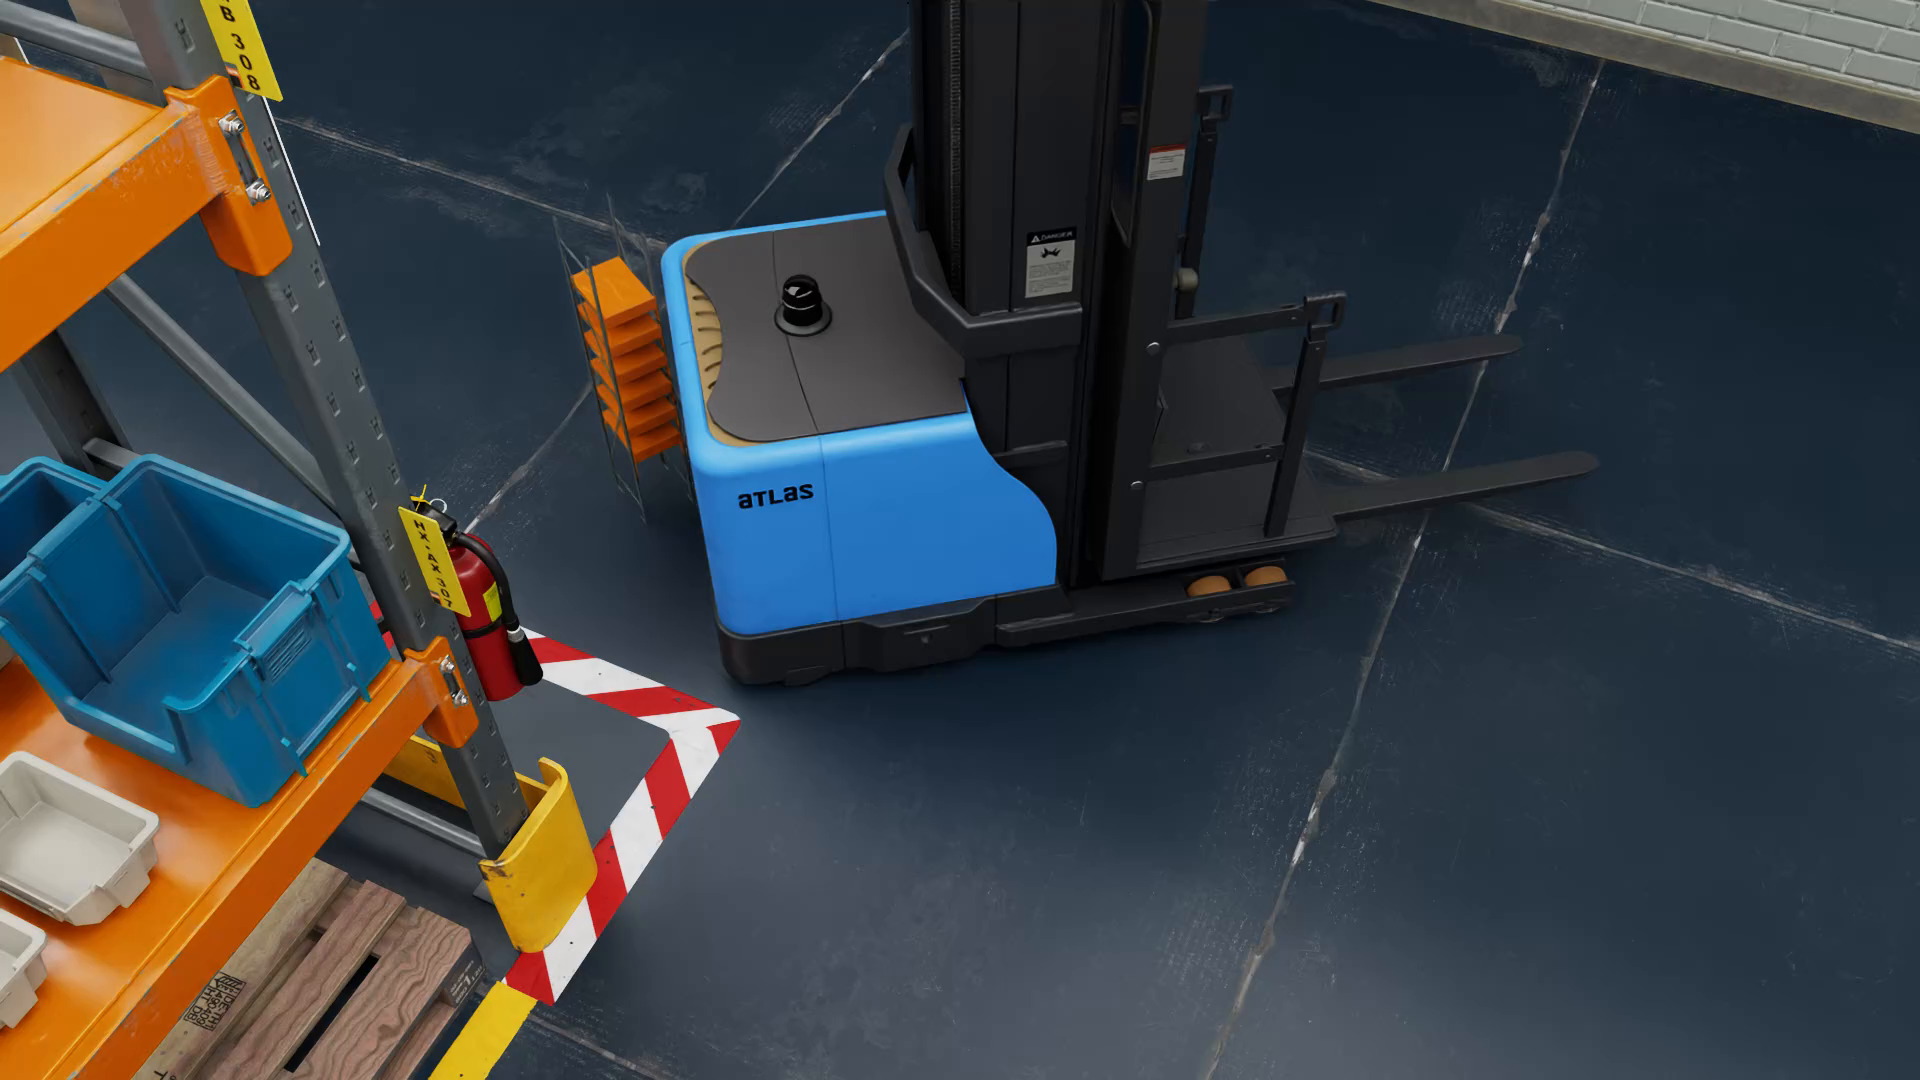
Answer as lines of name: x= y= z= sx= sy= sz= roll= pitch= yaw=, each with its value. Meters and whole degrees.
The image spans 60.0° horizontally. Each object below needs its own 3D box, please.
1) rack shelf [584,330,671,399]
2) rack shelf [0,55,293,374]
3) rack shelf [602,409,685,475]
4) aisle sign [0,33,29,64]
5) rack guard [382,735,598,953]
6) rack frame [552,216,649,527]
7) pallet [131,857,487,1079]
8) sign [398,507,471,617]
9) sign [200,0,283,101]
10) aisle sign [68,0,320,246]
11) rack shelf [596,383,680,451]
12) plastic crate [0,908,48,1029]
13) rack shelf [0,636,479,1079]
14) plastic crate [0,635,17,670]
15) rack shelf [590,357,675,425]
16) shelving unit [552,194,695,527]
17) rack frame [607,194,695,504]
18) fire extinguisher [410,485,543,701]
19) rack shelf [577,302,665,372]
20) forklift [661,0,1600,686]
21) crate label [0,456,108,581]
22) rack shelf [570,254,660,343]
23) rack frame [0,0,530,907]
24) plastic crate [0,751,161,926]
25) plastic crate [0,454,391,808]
rack shelf: x=-1.080 y=-0.600 z=5.373 sx=0.180 sy=0.103 sz=0.258 roll=-28 pitch=55 yaw=-22
rack shelf: x=-2.503 y=0.575 z=1.794 sx=1.077 sy=0.370 sz=4.000 roll=20 pitch=52 yaw=16
rack shelf: x=-1.080 y=-0.367 z=5.648 sx=0.180 sy=0.103 sz=0.258 roll=-28 pitch=55 yaw=-22
aisle sign: x=-1.887 y=-1.052 z=2.969 sx=0.394 sy=0.787 sz=0.004 roll=20 pitch=52 yaw=16
rack guard: x=-1.650 y=0.726 z=4.804 sx=1.175 sy=0.500 sz=0.348 roll=20 pitch=52 yaw=16
rack frame: x=-1.155 y=-0.511 z=5.397 sx=0.006 sy=1.200 sz=0.240 roll=-28 pitch=55 yaw=-22
pallet: x=-2.036 y=1.395 z=4.424 sx=1.003 sy=0.211 sz=1.213 roll=20 pitch=52 yaw=16
sign: x=-1.145 y=0.051 z=3.630 sx=0.100 sy=0.325 sz=0.005 roll=20 pitch=52 yaw=16
sign: x=-1.145 y=-0.834 z=2.589 sx=0.100 sy=0.325 sz=0.005 roll=20 pitch=52 yaw=16
aisle sign: x=-1.353 y=-0.860 z=2.805 sx=0.394 sy=0.787 sz=0.004 roll=20 pitch=52 yaw=16
rack shelf: x=-1.080 y=-0.445 z=5.556 sx=0.180 sy=0.103 sz=0.258 roll=-28 pitch=55 yaw=-22
plastic crate: x=-1.971 y=0.818 z=3.218 sx=0.396 sy=0.136 sz=0.243 roll=20 pitch=52 yaw=16
rack shelf: x=-2.503 y=1.547 z=2.937 sx=1.077 sy=0.370 sz=4.000 roll=20 pitch=52 yaw=16
plastic crate: x=-2.264 y=0.259 z=3.694 sx=0.250 sy=0.136 sz=0.298 roll=20 pitch=52 yaw=16
rack shelf: x=-1.080 y=-0.522 z=5.465 sx=0.180 sy=0.103 sz=0.258 roll=-28 pitch=55 yaw=-22
shelving unit: x=-1.080 y=-0.551 z=5.431 sx=0.189 sy=1.200 sz=0.258 roll=-28 pitch=55 yaw=-22
rack frame: x=-1.005 y=-0.591 z=5.465 sx=0.006 sy=1.200 sz=0.240 roll=-28 pitch=55 yaw=-22
fire extinguisher: x=-1.174 y=0.126 z=3.969 sx=0.296 sy=0.674 sz=0.183 roll=20 pitch=52 yaw=16
rack shelf: x=-1.081 y=-0.678 z=5.282 sx=0.180 sy=0.103 sz=0.258 roll=-28 pitch=55 yaw=-22
forklift: x=0.634 y=-1.063 z=4.730 sx=3.031 sy=2.935 sz=1.130 roll=-9 pitch=50 yaw=-8
crate label: x=-2.052 y=0.034 z=3.822 sx=0.416 sy=0.233 sz=0.303 roll=20 pitch=52 yaw=16
rack shelf: x=-1.081 y=-0.755 z=5.190 sx=0.180 sy=0.103 sz=0.258 roll=-28 pitch=55 yaw=-22
rack frame: x=-1.649 y=-0.063 z=3.834 sx=1.000 sy=3.000 sz=0.127 roll=20 pitch=52 yaw=16
plastic crate: x=-1.834 y=0.623 z=3.384 sx=0.396 sy=0.136 sz=0.243 roll=20 pitch=52 yaw=16
plastic crate: x=-1.623 y=0.197 z=3.550 sx=0.616 sy=0.435 sz=0.499 roll=20 pitch=52 yaw=16
